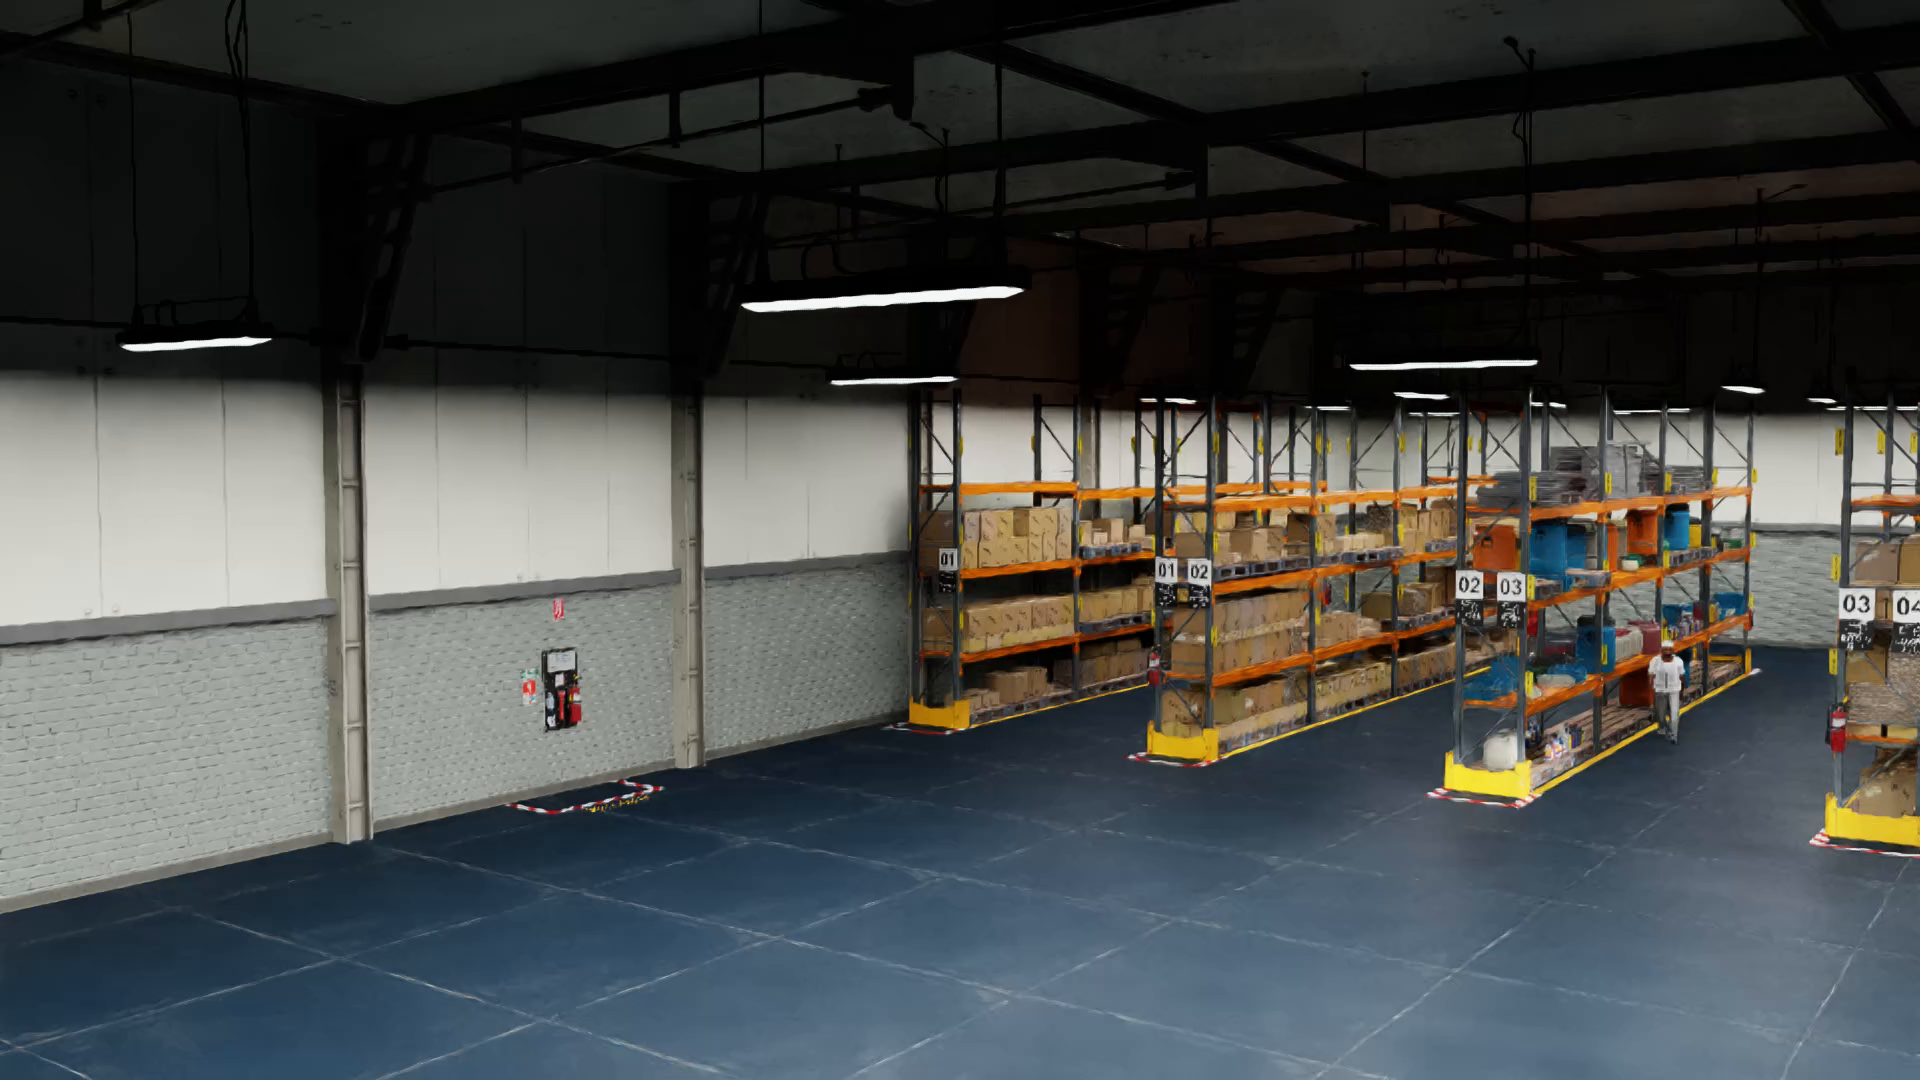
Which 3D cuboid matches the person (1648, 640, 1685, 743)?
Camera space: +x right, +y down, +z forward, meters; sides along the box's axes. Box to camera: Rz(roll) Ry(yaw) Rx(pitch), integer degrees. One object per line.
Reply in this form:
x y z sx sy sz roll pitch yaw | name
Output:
11.954 2.535 28.161 0.571 1.708 1.035 2 4 27 | person

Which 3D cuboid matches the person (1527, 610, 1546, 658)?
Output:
12.335 2.122 35.798 0.556 1.669 1.040 2 4 35 | person
